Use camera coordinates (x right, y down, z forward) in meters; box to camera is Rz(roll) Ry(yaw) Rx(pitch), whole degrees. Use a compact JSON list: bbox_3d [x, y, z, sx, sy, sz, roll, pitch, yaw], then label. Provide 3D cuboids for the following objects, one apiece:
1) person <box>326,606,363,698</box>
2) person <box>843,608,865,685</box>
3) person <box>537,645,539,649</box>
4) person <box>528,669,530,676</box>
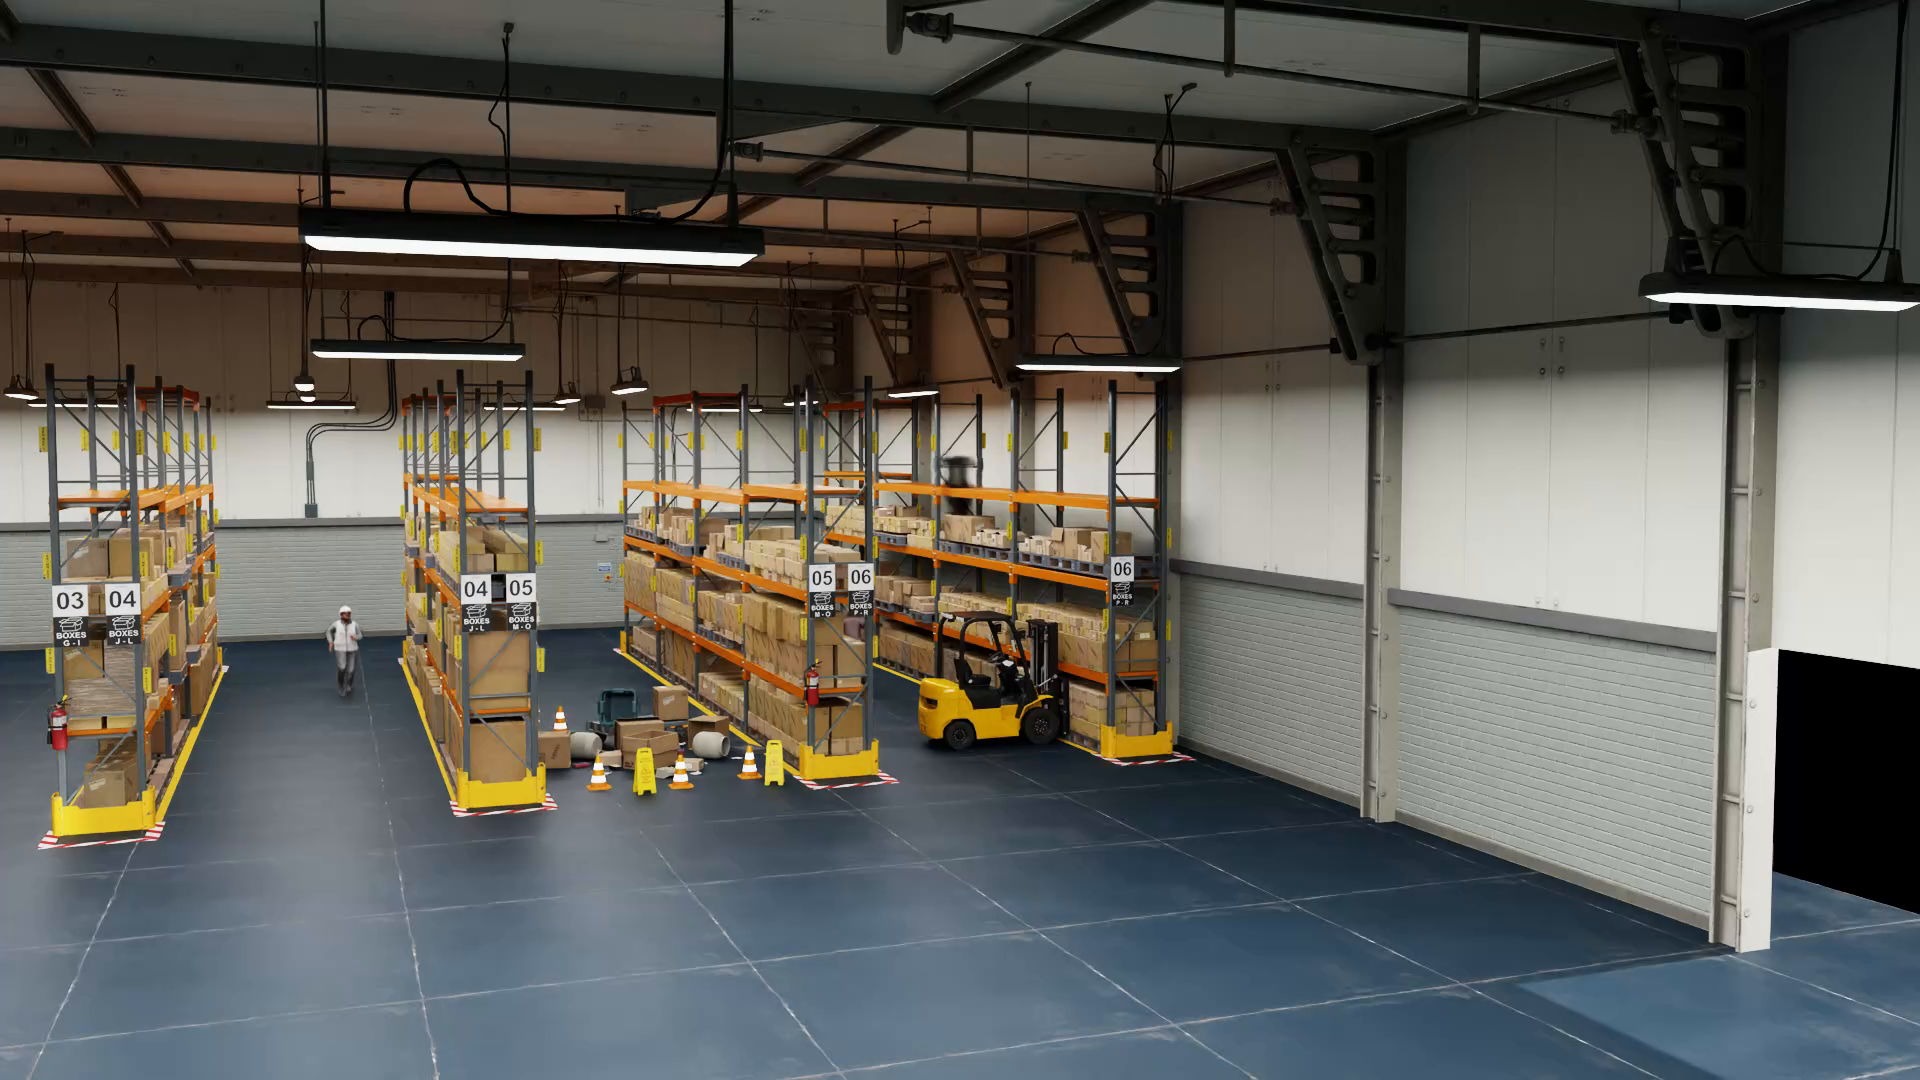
[{"bbox_3d":[-12.133,2.203,32.823,0.639,1.800,0.722,-2,4,-28],"label":"person"},{"bbox_3d":[-2.170,2.224,34.001,0.705,1.609,1.084,-1,3,-16],"label":"person"},{"bbox_3d":[-10.065,1.962,38.483,0.796,1.574,0.603,1,3,15],"label":"person"},{"bbox_3d":[-9.304,2.174,35.382,0.657,1.538,1.179,0,3,3],"label":"person"}]
